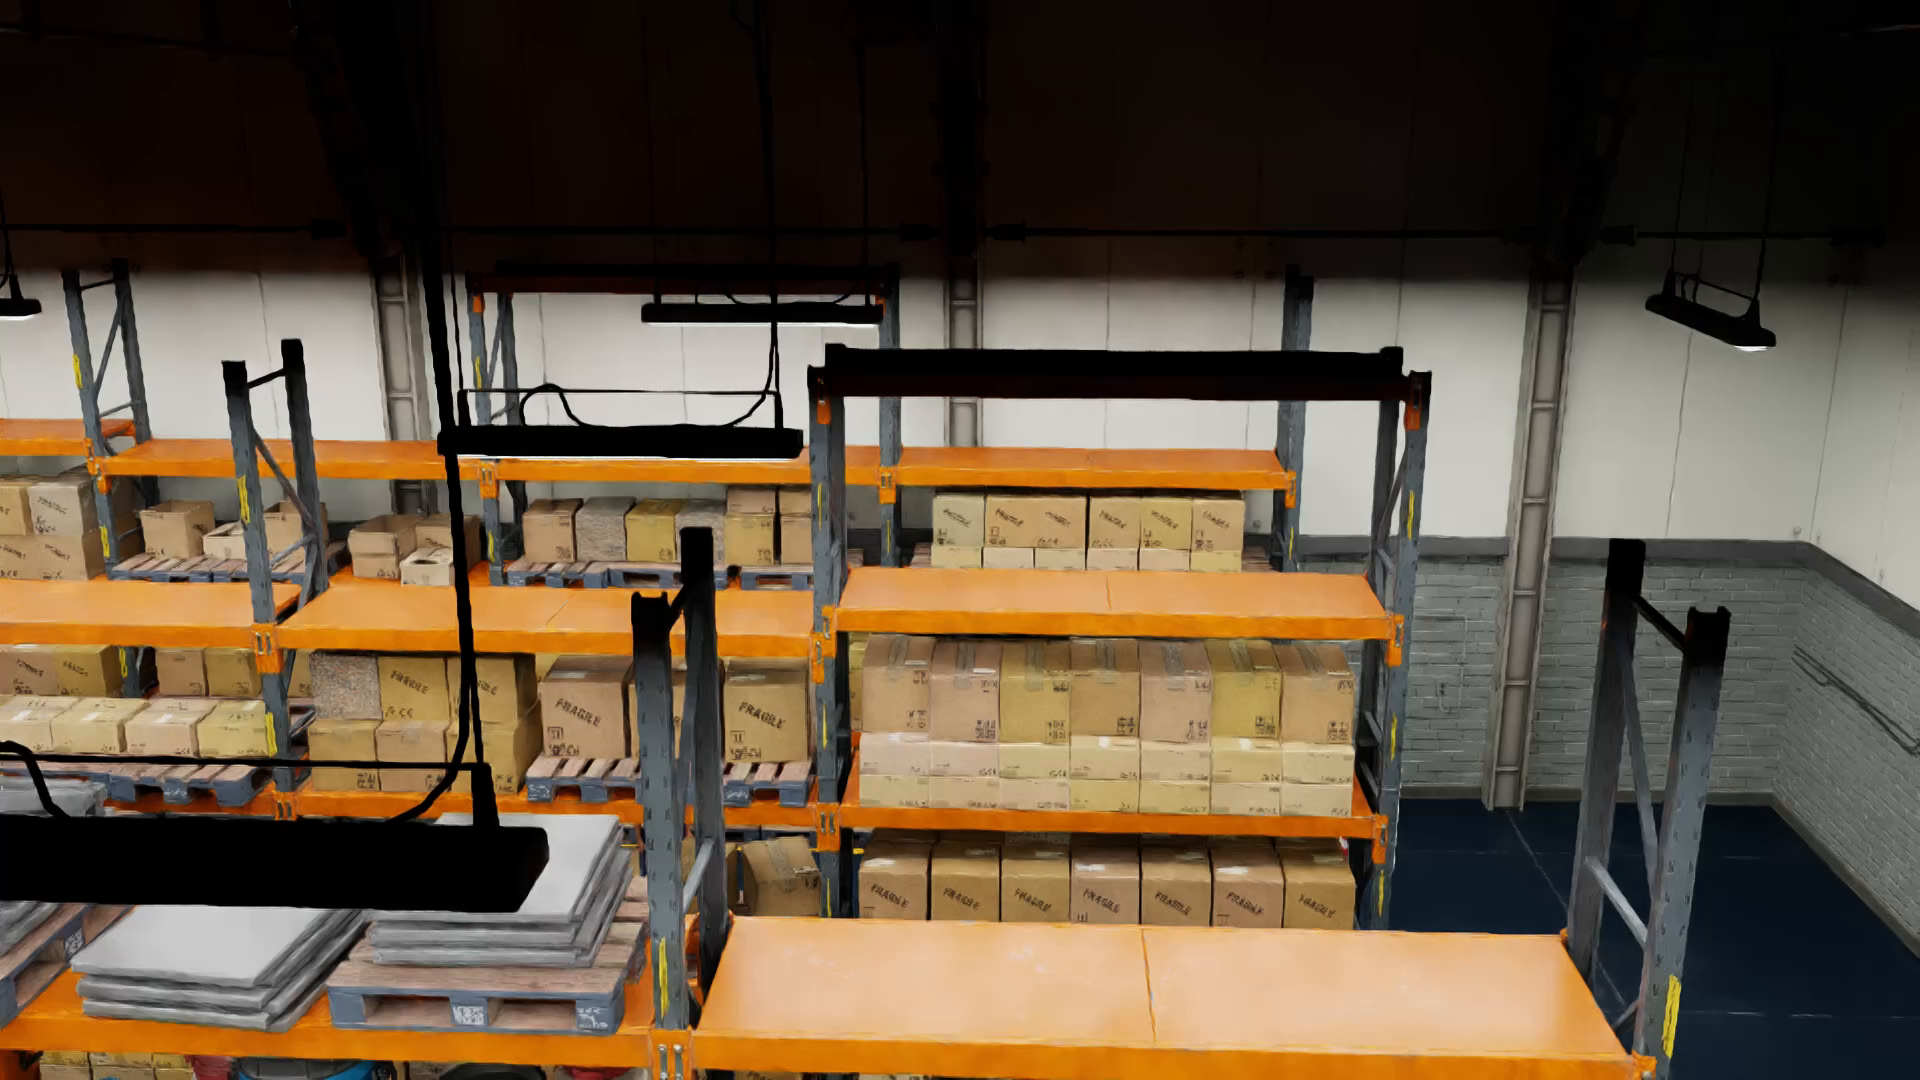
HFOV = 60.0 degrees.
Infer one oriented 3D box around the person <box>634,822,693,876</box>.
[{"bbox_3d":[-2.836,2.836,15.847,0.577,1.657,0.445,-6,17,-20],"label":"person"}]
